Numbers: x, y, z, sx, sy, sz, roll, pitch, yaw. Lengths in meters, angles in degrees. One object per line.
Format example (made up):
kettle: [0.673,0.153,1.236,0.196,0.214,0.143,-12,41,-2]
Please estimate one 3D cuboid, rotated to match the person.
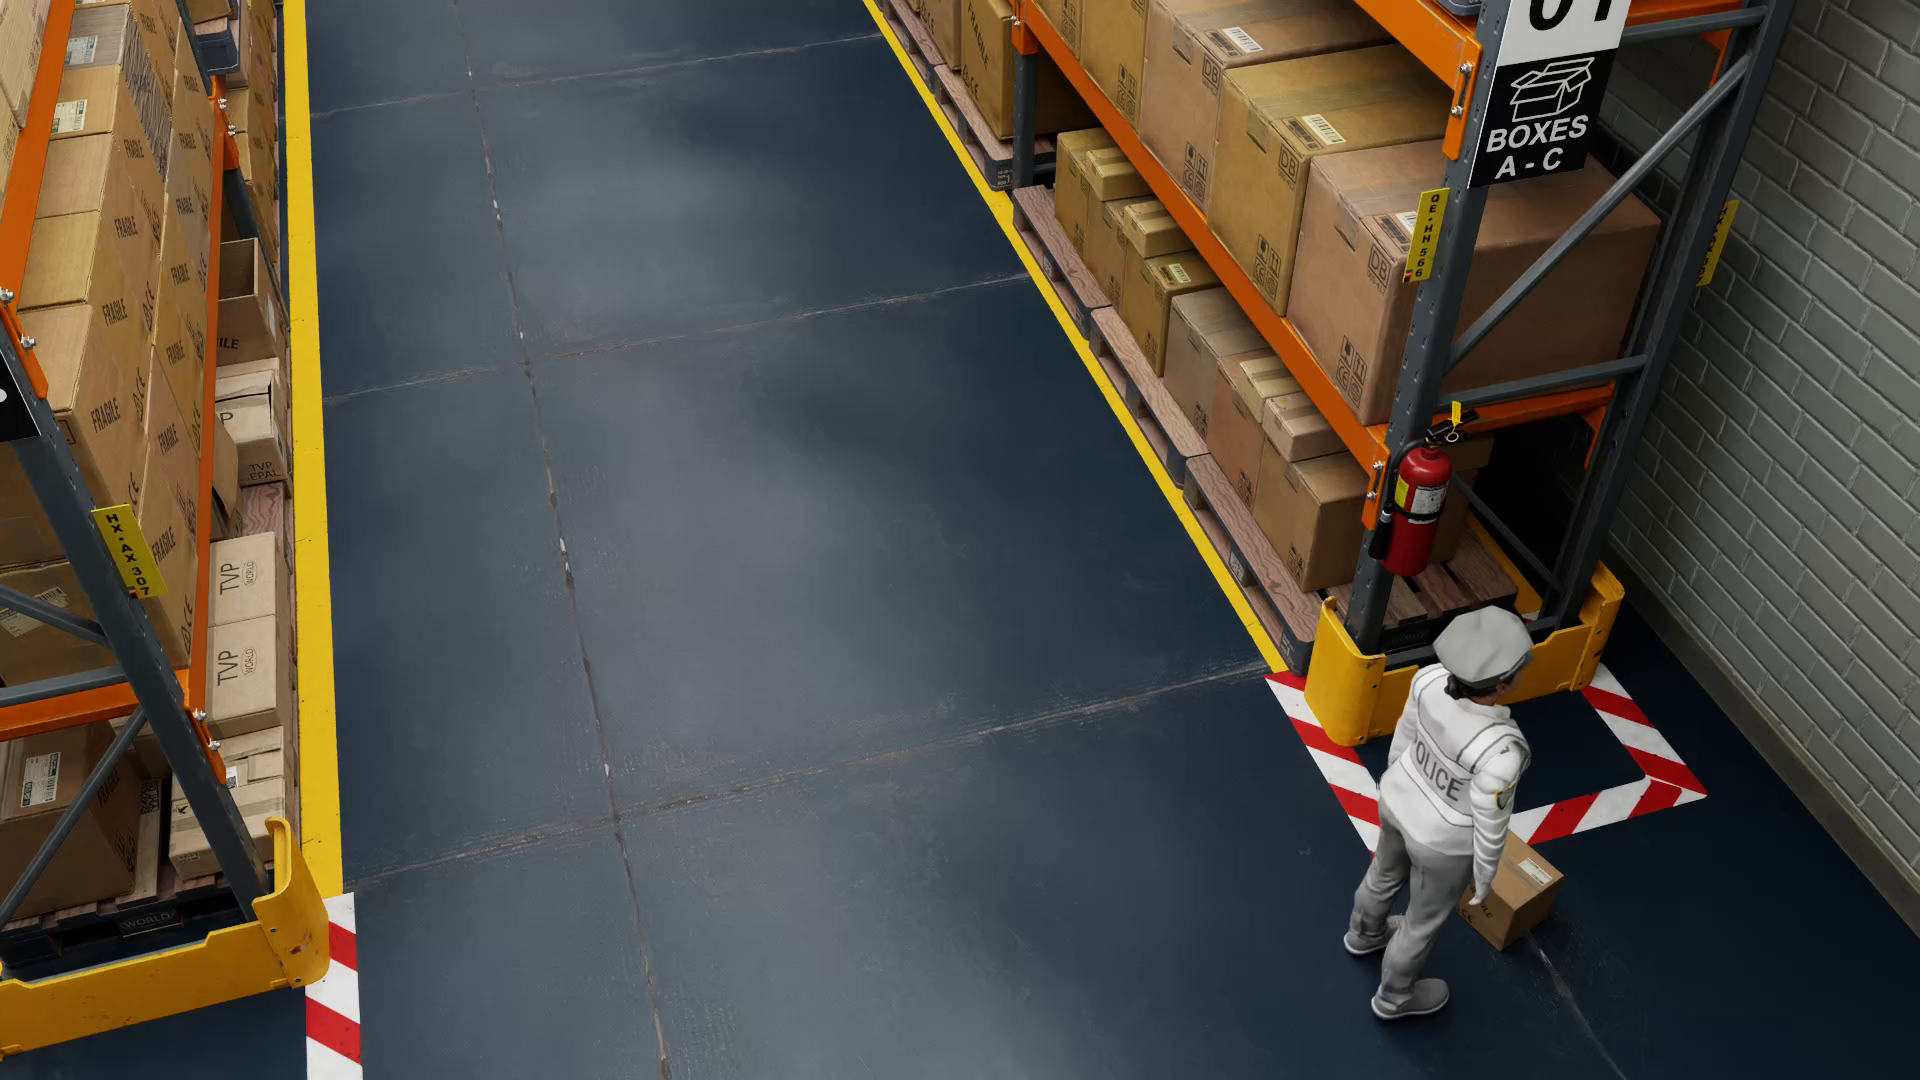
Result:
person: [1.494,0.865,5.166,0.355,1.695,0.534,-18,45,-18]
